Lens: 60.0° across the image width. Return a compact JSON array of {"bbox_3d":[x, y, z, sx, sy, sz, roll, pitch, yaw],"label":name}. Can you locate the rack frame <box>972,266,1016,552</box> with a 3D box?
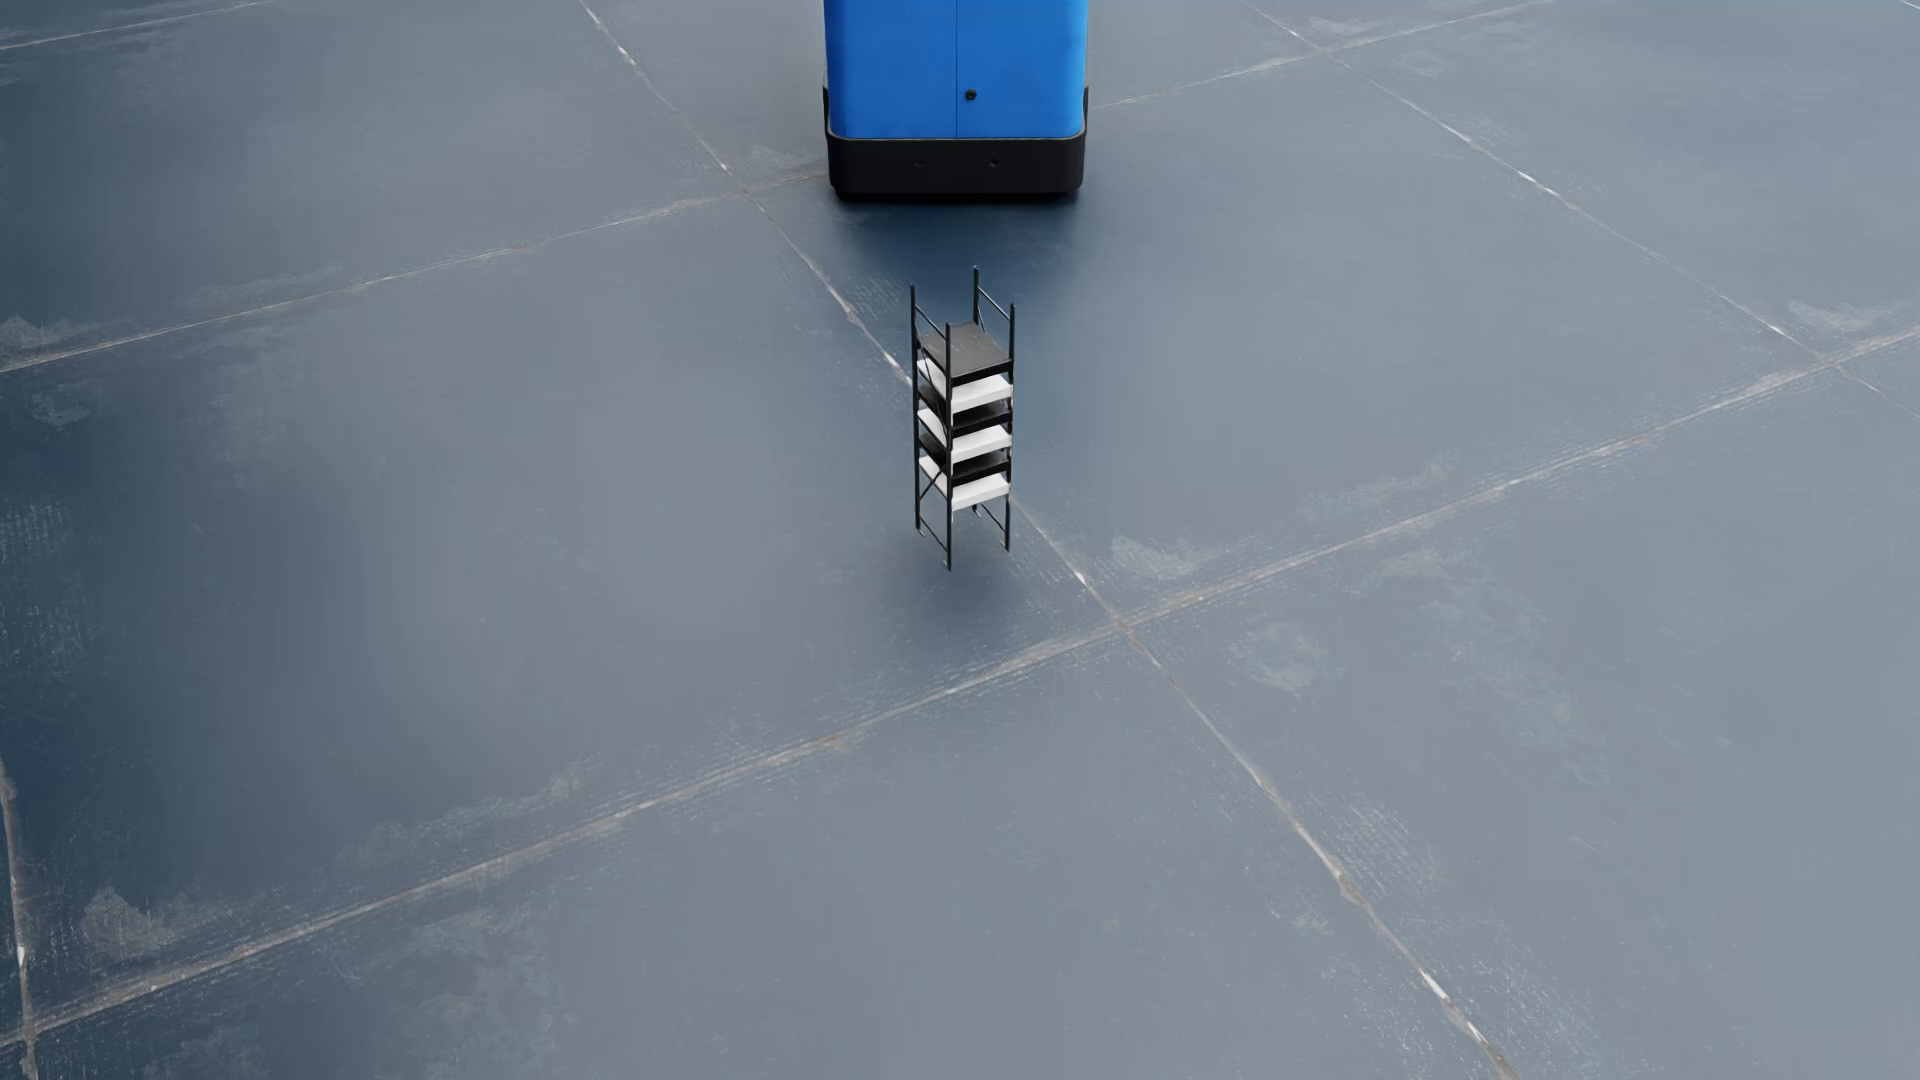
[{"bbox_3d":[0.097,-0.376,4.998,0.006,0.900,0.240,-19,44,-21],"label":"rack frame"}]

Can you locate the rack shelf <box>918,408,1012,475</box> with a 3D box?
[{"bbox_3d":[0.007,-0.320,4.984,0.200,0.077,0.258,-19,44,-21],"label":"rack shelf"}]

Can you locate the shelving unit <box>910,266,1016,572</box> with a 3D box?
[{"bbox_3d":[0.007,-0.346,4.962,0.210,0.900,0.258,-19,44,-21],"label":"shelving unit"}]

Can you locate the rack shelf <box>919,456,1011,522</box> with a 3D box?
[{"bbox_3d":[0.007,-0.183,5.100,0.200,0.077,0.258,-19,44,-21],"label":"rack shelf"}]

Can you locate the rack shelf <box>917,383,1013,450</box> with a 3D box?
[{"bbox_3d":[0.007,-0.389,4.926,0.200,0.077,0.258,-19,44,-21],"label":"rack shelf"}]

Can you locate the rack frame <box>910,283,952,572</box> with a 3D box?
[{"bbox_3d":[-0.083,-0.316,4.926,0.006,0.900,0.240,-19,44,-21],"label":"rack frame"}]

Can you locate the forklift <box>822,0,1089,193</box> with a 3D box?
[{"bbox_3d":[-0.025,-3.464,7.074,1.130,2.935,3.031,0,40,0],"label":"forklift"}]

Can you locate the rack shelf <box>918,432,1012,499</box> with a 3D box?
[{"bbox_3d":[0.007,-0.252,5.042,0.200,0.077,0.258,-19,44,-21],"label":"rack shelf"}]

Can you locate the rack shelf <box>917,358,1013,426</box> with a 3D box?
[{"bbox_3d":[0.007,-0.458,4.867,0.200,0.077,0.258,-19,44,-21],"label":"rack shelf"}]

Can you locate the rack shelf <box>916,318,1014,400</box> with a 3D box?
[{"bbox_3d":[0.007,-0.527,4.809,0.200,0.077,0.258,-19,44,-21],"label":"rack shelf"}]
